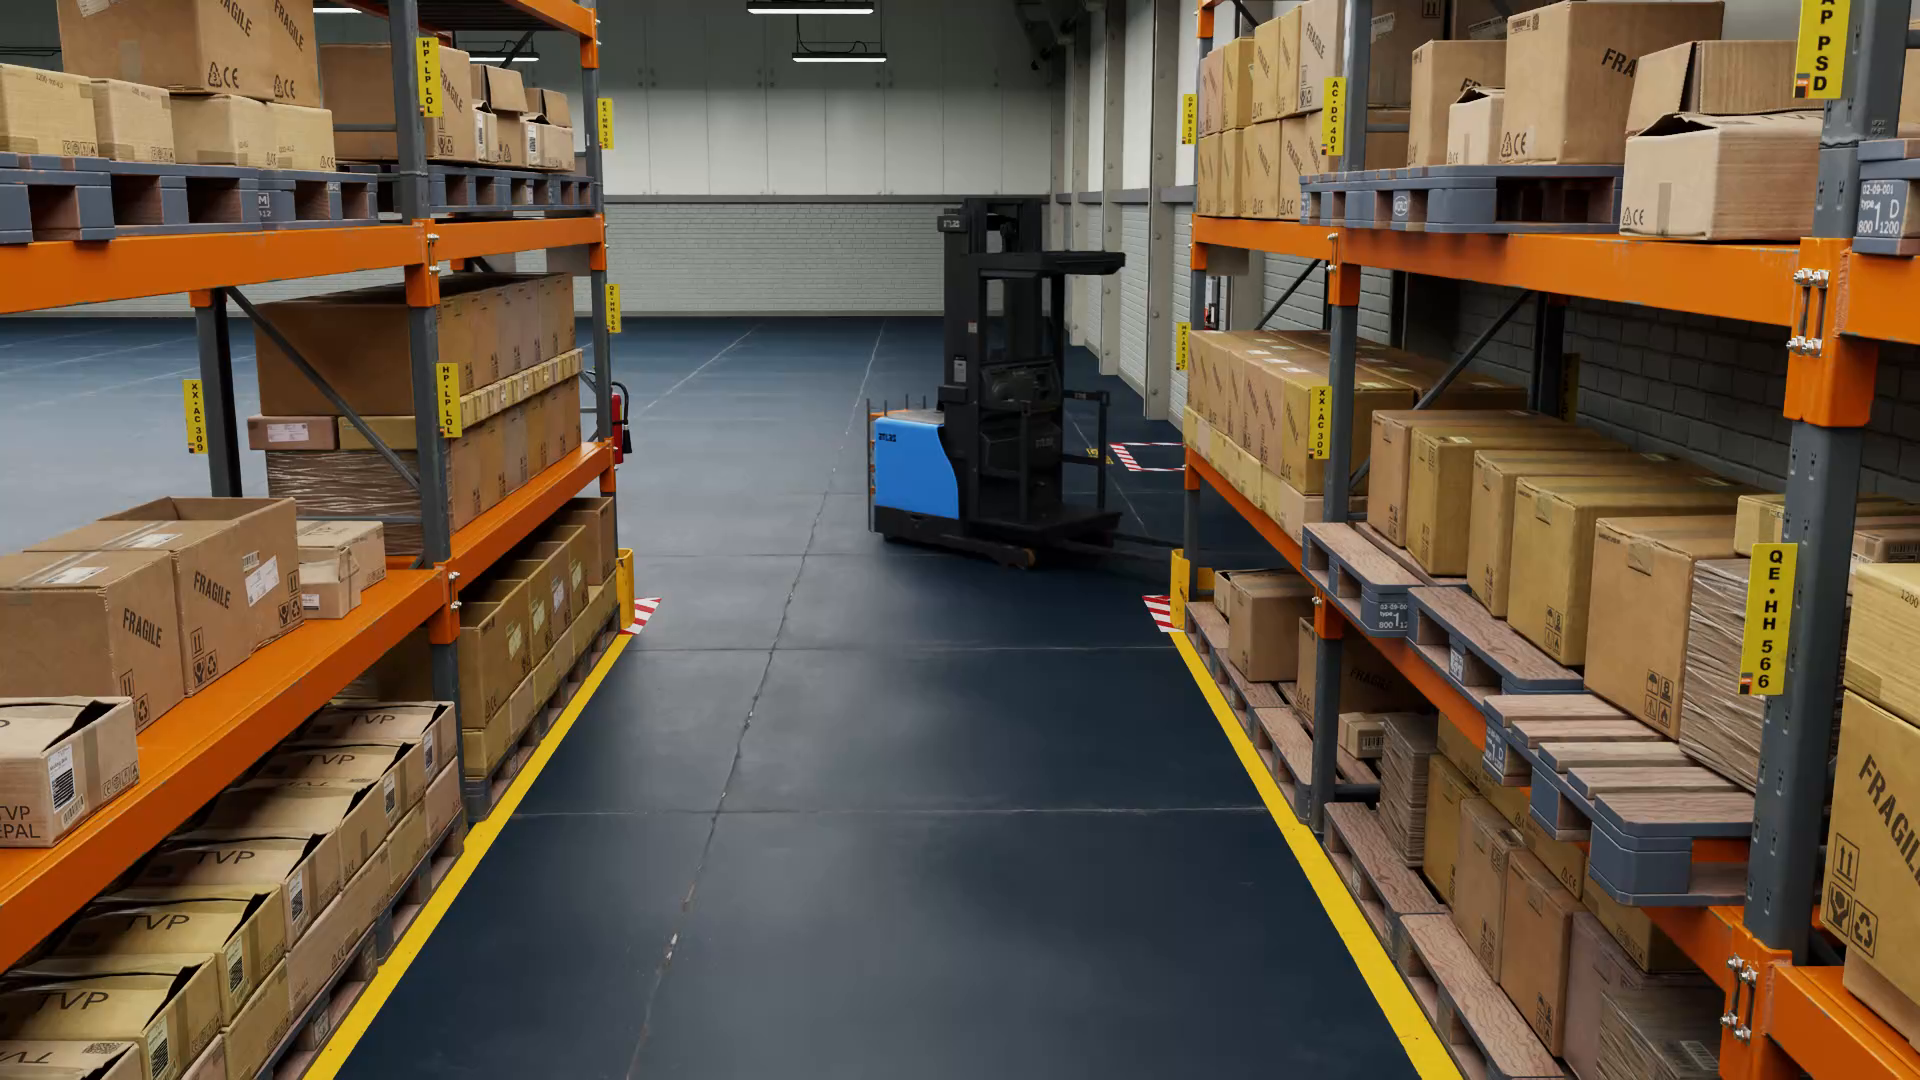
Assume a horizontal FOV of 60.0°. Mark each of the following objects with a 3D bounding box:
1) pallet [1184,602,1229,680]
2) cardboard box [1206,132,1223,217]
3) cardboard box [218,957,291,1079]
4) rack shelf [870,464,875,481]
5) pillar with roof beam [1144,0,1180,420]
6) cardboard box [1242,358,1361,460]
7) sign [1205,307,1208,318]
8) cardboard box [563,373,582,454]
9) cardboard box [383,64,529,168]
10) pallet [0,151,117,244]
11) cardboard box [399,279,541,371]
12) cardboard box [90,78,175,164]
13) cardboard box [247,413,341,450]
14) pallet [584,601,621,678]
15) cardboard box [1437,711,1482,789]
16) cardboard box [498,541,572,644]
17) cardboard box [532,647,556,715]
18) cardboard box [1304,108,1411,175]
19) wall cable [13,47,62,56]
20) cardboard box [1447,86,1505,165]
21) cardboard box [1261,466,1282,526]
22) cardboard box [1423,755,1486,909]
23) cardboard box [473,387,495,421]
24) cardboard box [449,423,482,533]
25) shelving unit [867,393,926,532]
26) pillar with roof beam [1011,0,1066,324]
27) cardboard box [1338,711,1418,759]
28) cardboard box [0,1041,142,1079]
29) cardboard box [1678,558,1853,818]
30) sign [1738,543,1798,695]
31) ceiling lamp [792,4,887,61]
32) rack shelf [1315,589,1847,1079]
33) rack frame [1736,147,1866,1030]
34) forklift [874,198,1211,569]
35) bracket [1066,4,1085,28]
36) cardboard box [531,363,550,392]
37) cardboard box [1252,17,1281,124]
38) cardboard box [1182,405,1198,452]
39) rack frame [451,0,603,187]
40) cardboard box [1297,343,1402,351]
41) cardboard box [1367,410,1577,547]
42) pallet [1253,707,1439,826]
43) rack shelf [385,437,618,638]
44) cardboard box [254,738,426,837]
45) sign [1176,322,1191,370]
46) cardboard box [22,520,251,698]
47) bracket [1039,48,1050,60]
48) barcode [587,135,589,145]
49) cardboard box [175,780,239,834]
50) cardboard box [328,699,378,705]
[{"bbox_3d":[2.053,0.645,10.851,1.003,0.211,1.213,0,11,-1],"label":"pallet"},{"bbox_3d":[1.803,-2.253,10.275,0.500,0.500,0.500,1,11,3],"label":"cardboard box"},{"bbox_3d":[-2.462,1.546,5.255,0.500,0.250,0.500,-1,11,-3],"label":"cardboard box"},{"bbox_3d":[-0.568,-0.623,14.951,0.258,0.148,0.480,10,15,42],"label":"rack shelf"},{"bbox_3d":[-1.602,-6.071,21.851,9.100,9.000,0.400,0,11,-1],"label":"pillar with roof beam"},{"bbox_3d":[1.818,-0.699,8.903,0.500,0.500,0.500,-1,11,-3],"label":"cardboard box"},{"bbox_3d":[2.905,-2.575,19.618,0.001,0.329,0.234,0,11,-1],"label":"sign"},{"bbox_3d":[-2.885,-0.834,10.873,0.700,0.500,0.500,0,11,-1],"label":"cardboard box"},{"bbox_3d":[-2.707,-2.205,8.673,0.797,0.503,0.637,1,12,5],"label":"cardboard box"},{"bbox_3d":[-2.820,-0.799,3.886,1.213,0.211,1.003,0,11,1],"label":"pallet"},{"bbox_3d":[-2.857,-1.254,9.683,0.700,0.500,0.500,0,11,-1],"label":"cardboard box"},{"bbox_3d":[-2.821,-1.305,5.222,0.500,0.250,0.500,-1,12,-6],"label":"cardboard box"},{"bbox_3d":[-3.019,-0.503,7.609,0.380,0.149,0.250,0,11,-1],"label":"cardboard box"},{"bbox_3d":[-2.824,0.641,10.870,1.003,0.211,1.213,0,11,-1],"label":"pallet"},{"bbox_3d":[2.197,0.772,6.503,0.500,0.250,0.500,0,11,-2],"label":"cardboard box"},{"bbox_3d":[-2.529,0.300,9.509,0.500,0.500,0.500,0,11,-1],"label":"cardboard box"},{"bbox_3d":[-2.516,0.767,9.094,0.500,0.250,0.500,0,11,-1],"label":"cardboard box"},{"bbox_3d":[1.895,-1.732,7.708,0.500,0.500,0.500,0,11,0],"label":"cardboard box"},{"bbox_3d":[-22.103,-13.335,41.322,3.097,2.526,0.112,0,11,-1],"label":"wall cable"},{"bbox_3d":[2.097,-1.504,6.054,0.500,0.311,0.500,0,11,1],"label":"cardboard box"},{"bbox_3d":[1.838,-0.232,8.485,0.500,0.250,0.500,0,11,-1],"label":"cardboard box"},{"bbox_3d":[2.246,1.155,6.504,0.700,0.500,0.500,0,11,-2],"label":"cardboard box"},{"bbox_3d":[-2.634,-0.707,8.615,0.380,0.149,0.250,-1,11,-3],"label":"cardboard box"},{"bbox_3d":[-2.832,-0.325,8.363,0.700,0.500,0.500,0,11,-2],"label":"cardboard box"},{"bbox_3d":[-0.568,-0.689,14.938,0.258,1.200,0.503,10,15,42],"label":"shelving unit"},{"bbox_3d":[-1.974,-9.649,39.487,9.100,9.000,0.548,0,11,-1],"label":"pillar with roof beam"},{"bbox_3d":[2.112,0.963,8.287,0.380,0.166,0.250,-2,12,-9],"label":"cardboard box"},{"bbox_3d":[-2.434,1.474,4.197,0.500,0.311,0.500,0,11,1],"label":"cardboard box"},{"bbox_3d":[2.216,0.334,4.013,0.700,0.500,0.500,-2,12,-8],"label":"cardboard box"},{"bbox_3d":[1.693,0.167,3.479,0.100,0.325,0.005,0,11,-1],"label":"sign"},{"bbox_3d":[-2.550,-11.739,35.108,2.000,3.185,0.800,0,11,-1],"label":"ceiling lamp"},{"bbox_3d":[2.194,0.647,5.637,1.077,0.370,4.000,0,11,-1],"label":"rack shelf"},{"bbox_3d":[2.236,0.692,3.606,1.000,3.000,0.127,0,11,-1],"label":"rack frame"},{"bbox_3d":[0.662,-1.316,13.674,3.031,2.935,1.130,11,16,42],"label":"forklift"},{"bbox_3d":[2.161,-9.642,30.400,0.076,0.066,4.783,0,11,-1],"label":"bracket"},{"bbox_3d":[-2.663,-0.964,9.885,0.380,0.149,0.250,0,11,1],"label":"cardboard box"},{"bbox_3d":[1.829,-2.434,8.650,0.500,0.500,0.500,-1,11,-3],"label":"cardboard box"},{"bbox_3d":[1.763,-0.737,10.973,0.500,0.250,0.500,-1,11,-3],"label":"cardboard box"},{"bbox_3d":[-2.882,-3.818,10.744,1.000,3.000,0.127,0,11,-1],"label":"rack frame"},{"bbox_3d":[2.308,-0.907,9.926,0.500,0.500,0.500,-1,11,-3],"label":"cardboard box"},{"bbox_3d":[2.130,-0.267,6.972,0.700,0.500,0.500,0,11,-1],"label":"cardboard box"},{"bbox_3d":[2.104,1.130,8.460,1.003,0.211,1.213,0,11,-1],"label":"pallet"},{"bbox_3d":[-2.841,-0.128,9.453,1.077,0.370,4.000,0,11,-1],"label":"rack shelf"},{"bbox_3d":[-2.487,0.967,6.697,0.500,0.311,0.500,0,11,0],"label":"cardboard box"},{"bbox_3d":[1.528,-1.321,11.348,0.100,0.325,0.005,0,11,-1],"label":"sign"},{"bbox_3d":[-2.779,0.226,5.652,0.500,0.500,0.500,0,11,-1],"label":"cardboard box"},{"bbox_3d":[1.983,-11.347,38.803,0.235,0.232,0.430,0,11,-1],"label":"bracket"},{"bbox_3d":[-2.394,-2.574,10.699,0.001,0.075,0.075,0,11,-1],"label":"barcode"},{"bbox_3d":[-3.023,1.070,6.190,0.500,0.311,0.500,-1,11,-3],"label":"cardboard box"},{"bbox_3d":[-3.028,0.968,8.103,0.500,0.250,0.500,0,11,-1],"label":"cardboard box"}]
